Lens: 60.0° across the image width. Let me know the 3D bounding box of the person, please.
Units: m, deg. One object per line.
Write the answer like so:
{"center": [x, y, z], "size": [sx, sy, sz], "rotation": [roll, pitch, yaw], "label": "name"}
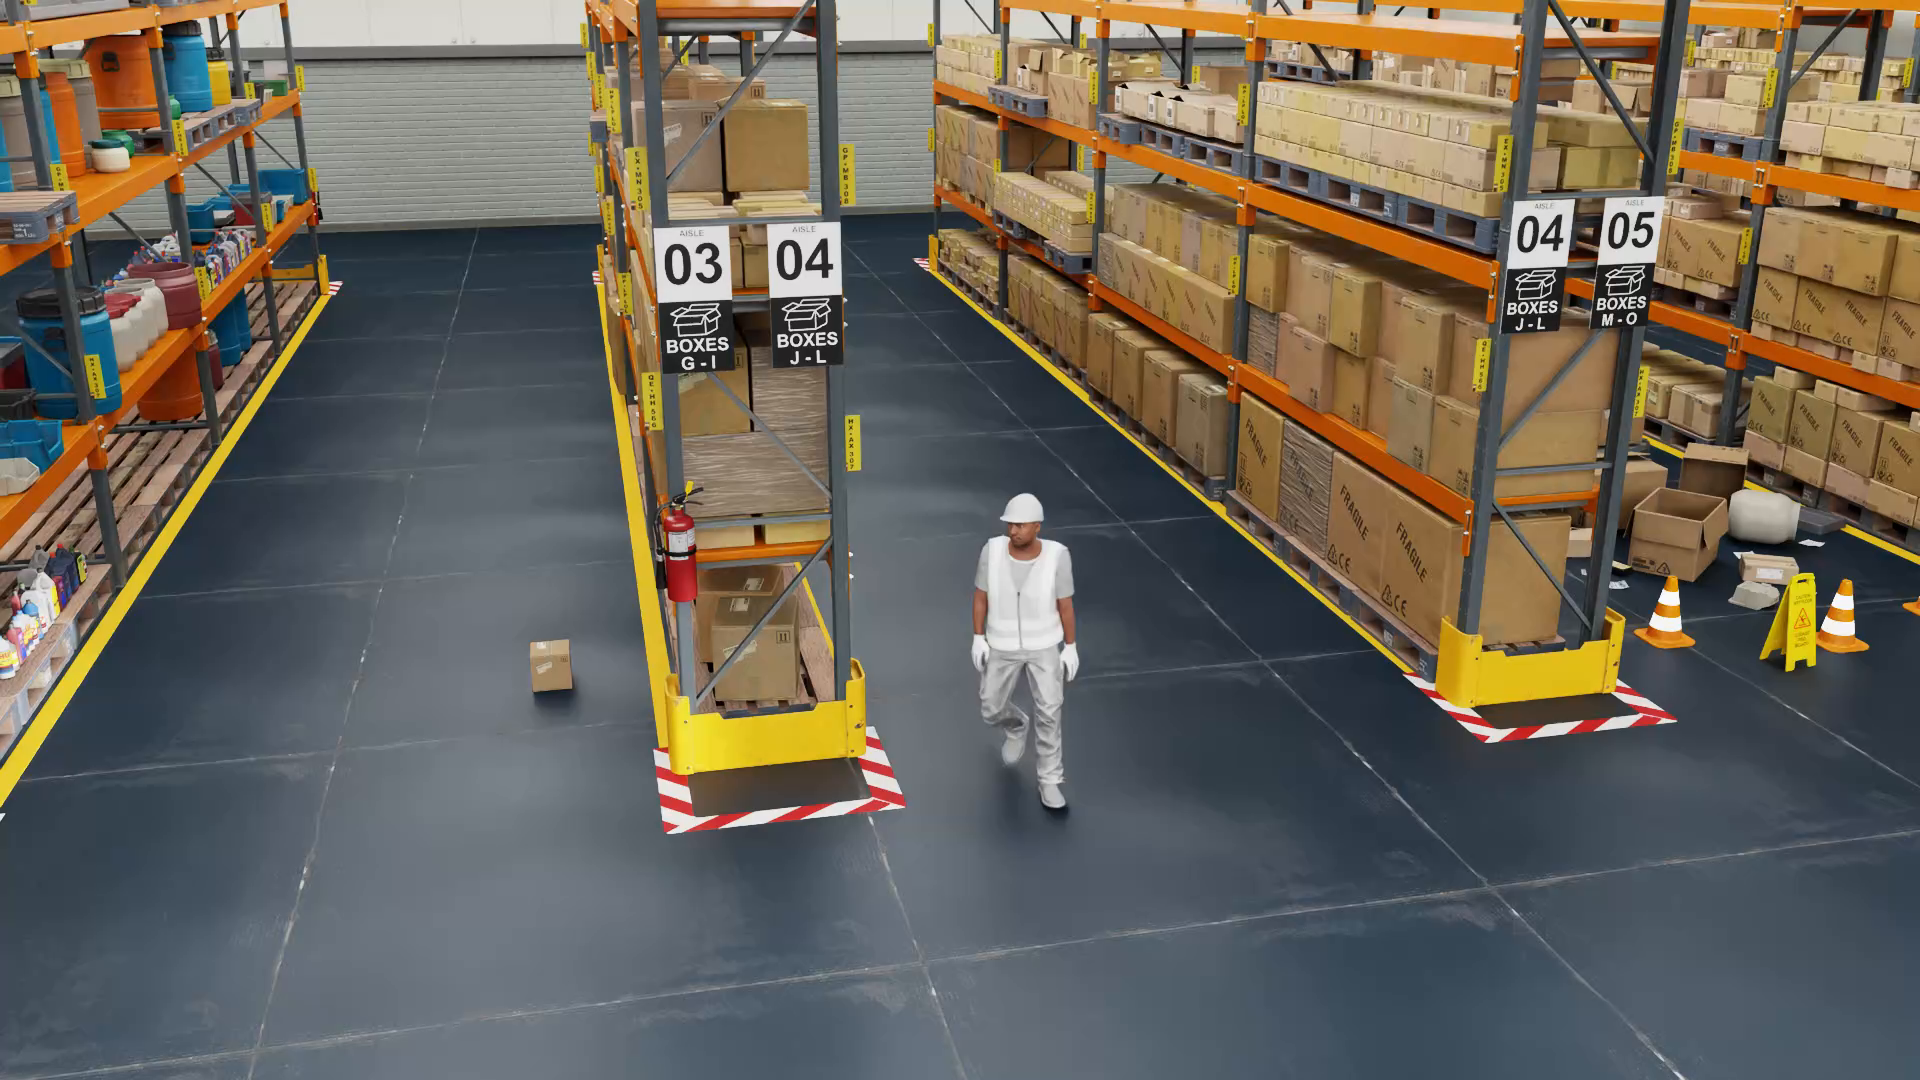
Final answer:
{"center": [0.370, 0.579, 9.352], "size": [0.607, 1.773, 0.647], "rotation": [2, 20, 7], "label": "person"}
